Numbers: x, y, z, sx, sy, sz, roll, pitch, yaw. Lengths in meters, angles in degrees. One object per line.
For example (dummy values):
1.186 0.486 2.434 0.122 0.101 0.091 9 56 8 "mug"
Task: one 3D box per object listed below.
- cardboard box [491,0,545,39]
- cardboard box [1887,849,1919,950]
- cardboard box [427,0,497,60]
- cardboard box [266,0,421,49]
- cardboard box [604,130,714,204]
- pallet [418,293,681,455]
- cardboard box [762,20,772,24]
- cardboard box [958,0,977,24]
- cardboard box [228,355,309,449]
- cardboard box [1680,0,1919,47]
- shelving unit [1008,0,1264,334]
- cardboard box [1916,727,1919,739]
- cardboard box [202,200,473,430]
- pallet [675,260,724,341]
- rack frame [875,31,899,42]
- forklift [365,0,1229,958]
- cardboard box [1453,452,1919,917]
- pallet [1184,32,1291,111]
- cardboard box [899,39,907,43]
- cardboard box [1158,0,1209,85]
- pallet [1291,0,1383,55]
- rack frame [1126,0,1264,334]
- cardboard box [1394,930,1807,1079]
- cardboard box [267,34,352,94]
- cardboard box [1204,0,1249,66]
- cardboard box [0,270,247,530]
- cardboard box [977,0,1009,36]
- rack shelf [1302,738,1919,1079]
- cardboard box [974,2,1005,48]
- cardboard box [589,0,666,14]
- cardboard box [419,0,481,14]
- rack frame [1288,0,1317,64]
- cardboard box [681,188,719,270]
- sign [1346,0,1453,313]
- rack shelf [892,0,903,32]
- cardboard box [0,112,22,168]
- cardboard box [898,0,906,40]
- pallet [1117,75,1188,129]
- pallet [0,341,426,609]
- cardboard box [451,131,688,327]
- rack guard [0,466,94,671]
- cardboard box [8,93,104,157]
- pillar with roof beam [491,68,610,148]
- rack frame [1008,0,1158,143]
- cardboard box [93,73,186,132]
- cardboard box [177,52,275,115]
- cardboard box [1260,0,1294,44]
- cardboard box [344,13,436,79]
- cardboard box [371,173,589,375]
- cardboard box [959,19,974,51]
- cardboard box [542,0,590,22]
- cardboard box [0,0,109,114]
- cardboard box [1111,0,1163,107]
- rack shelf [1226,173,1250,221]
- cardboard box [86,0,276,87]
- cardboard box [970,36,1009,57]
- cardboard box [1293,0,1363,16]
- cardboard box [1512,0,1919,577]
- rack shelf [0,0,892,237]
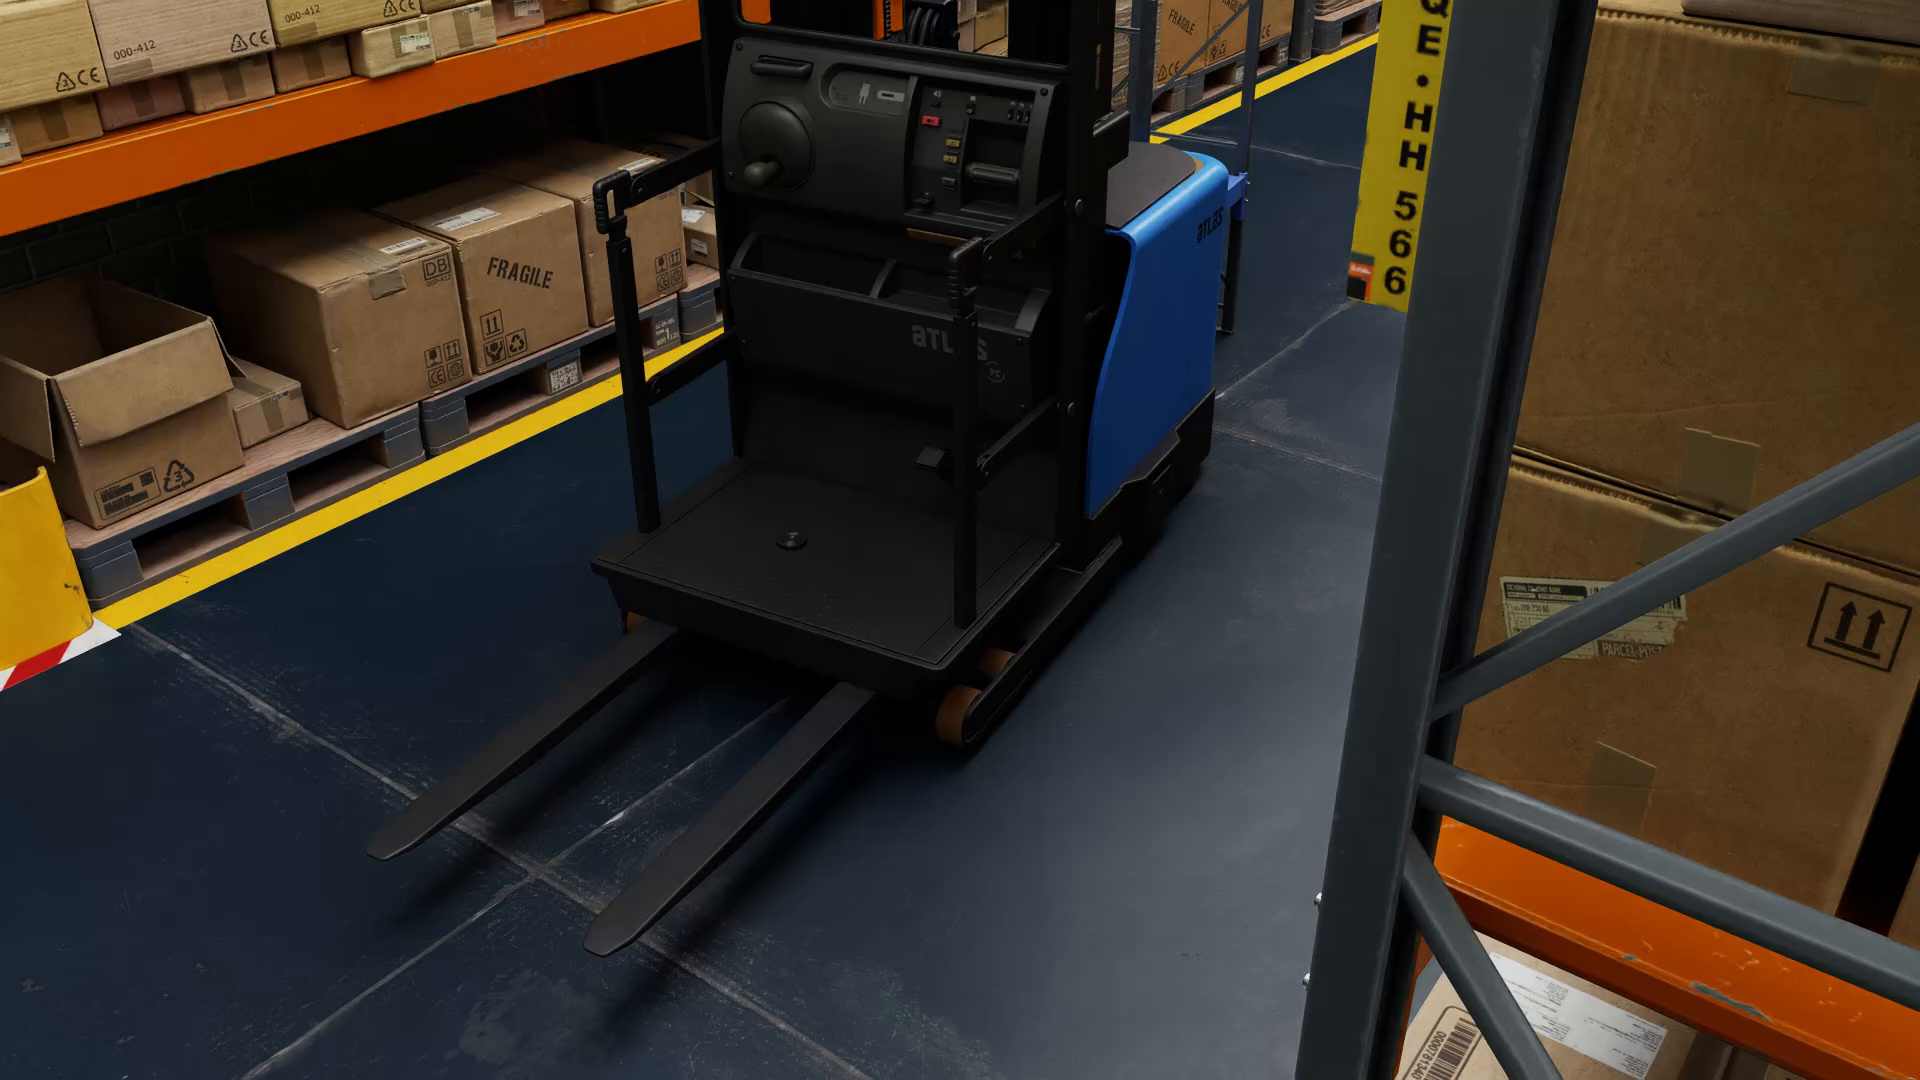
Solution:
-1.629 -1.812 5.611 0.380 0.149 0.250 21 37 31 "cardboard box"
1.371 0.253 1.782 0.500 0.500 0.500 21 36 31 "cardboard box"
-1.730 -1.686 5.398 0.380 0.149 0.250 22 37 32 "cardboard box"
-2.011 -1.700 5.031 0.500 0.250 0.500 20 36 30 "cardboard box"
-1.280 -1.577 7.194 0.500 0.311 0.500 23 37 33 "cardboard box"
-1.844 -0.772 6.346 1.003 0.211 1.213 21 37 31 "pallet"
-0.700 -2.371 7.713 0.380 0.149 0.250 20 36 29 "cardboard box"
-0.145 -2.445 7.546 0.380 0.149 0.250 19 36 29 "cardboard box"
-2.375 -0.457 5.464 0.380 0.149 0.250 20 36 29 "cardboard box"
0.910 -0.556 1.532 0.380 0.149 0.250 22 37 32 "cardboard box"
0.626 -1.305 5.981 0.538 1.500 1.048 15 34 24 "shelving unit"
1.248 -0.117 2.407 0.500 0.500 0.500 20 36 30 "cardboard box"
-2.115 -0.783 5.669 0.700 0.500 0.500 23 38 33 "cardboard box"
-1.108 -1.270 7.186 1.003 0.211 1.213 21 37 31 "pallet"
-0.692 -2.749 6.946 1.000 3.000 0.127 21 37 31 "rack frame"
-0.297 -0.981 4.030 1.130 2.935 3.031 15 34 24 "forklift"
0.933 0.083 2.070 0.500 0.500 0.500 21 37 32 "cardboard box"
1.241 -2.883 9.908 1.003 0.211 1.213 21 37 31 "pallet"
-0.264 -2.197 7.419 0.380 0.149 0.250 23 38 33 "cardboard box"
1.014 -2.828 9.120 0.500 0.500 0.500 23 38 33 "cardboard box"
2.250 -3.498 10.945 1.003 0.211 1.213 21 37 31 "pallet"
0.869 -1.533 6.366 0.500 1.500 0.032 15 34 24 "rack frame"
1.171 1.026 2.678 0.875 0.438 0.875 20 36 30 "cardboard box"
-2.085 -1.493 5.073 0.380 0.149 0.250 22 37 32 "cardboard box"
1.328 -3.042 9.480 0.500 0.500 0.500 21 36 31 "cardboard box"
-2.662 -0.449 5.102 0.797 0.503 0.637 20 36 29 "cardboard box"
0.142 -2.557 8.026 0.380 0.149 0.250 20 36 30 "cardboard box"
2.060 -0.100 3.183 1.077 0.370 4.000 21 37 31 "rack shelf"
-0.012 -2.441 7.831 0.380 0.149 0.250 19 36 29 "cardboard box"
-1.273 -1.997 5.924 0.380 0.149 0.250 21 36 31 "cardboard box"
-1.719 -1.914 5.393 0.500 0.250 0.500 20 36 30 "cardboard box"
1.722 -4.375 9.689 1.000 3.000 0.127 21 37 31 "rack frame"
-1.010 -1.291 6.756 0.396 0.266 0.258 23 37 33 "cardboard box"
0.428 -0.369 1.563 0.100 0.325 0.005 21 37 31 "sign"
0.515 -3.252 8.501 1.077 0.370 4.000 21 37 31 "rack shelf"
-2.690 -1.064 4.350 0.380 0.149 0.250 21 36 31 "cardboard box"
-0.312 -2.344 7.374 0.380 0.149 0.250 20 36 30 "cardboard box"
0.505 -2.389 9.075 1.003 0.211 1.213 21 37 31 "pallet"
-2.581 -0.278 5.513 1.003 0.211 1.213 21 37 31 "pallet"
-1.488 -1.205 6.381 0.700 0.500 0.500 20 36 30 "cardboard box"
-3.061 -0.078 4.892 1.175 0.500 0.348 21 37 31 "rack guard"
-2.573 -1.182 4.548 0.380 0.149 0.250 22 37 32 "cardboard box"
1.601 -3.999 3.171 9.100 9.000 0.400 21 37 31 "pillar with roof beam"
0.384 -1.077 5.597 0.500 1.500 0.032 15 34 24 "rack frame"
-2.442 -1.299 4.746 0.380 0.149 0.250 21 36 31 "cardboard box"
-2.241 -1.383 4.888 0.380 0.149 0.250 22 37 33 "cardboard box"
1.638 -3.242 9.818 0.500 0.500 0.500 22 37 33 "cardboard box"
-1.872 -1.572 5.207 0.380 0.149 0.250 20 36 30 "cardboard box"
-1.716 -0.967 5.980 0.500 0.500 0.500 22 37 32 "cardboard box"
-0.158 -2.333 7.649 0.380 0.149 0.250 20 36 30 "cardboard box"
-1.518 -1.926 5.805 0.380 0.149 0.250 22 37 32 "cardboard box"
-2.618 -1.288 4.336 0.500 0.250 0.500 21 37 32 "cardboard box"
0.715 -2.611 8.754 0.500 0.500 0.500 20 36 30 "cardboard box"
0.626 -1.150 6.073 0.538 0.185 1.000 15 34 24 "rack shelf"
-2.314 -1.493 4.682 0.500 0.250 0.500 22 37 32 "cardboard box"
0.093 -2.201 8.061 0.500 0.500 0.500 21 36 31 "cardboard box"
2.110 -3.783 10.608 0.875 0.625 0.625 22 37 33 "cardboard box"
0.954 -0.339 1.801 0.500 0.500 0.500 22 37 33 "cardboard box"
-1.900 -1.626 5.758 1.077 0.370 4.000 21 37 31 "rack shelf"
